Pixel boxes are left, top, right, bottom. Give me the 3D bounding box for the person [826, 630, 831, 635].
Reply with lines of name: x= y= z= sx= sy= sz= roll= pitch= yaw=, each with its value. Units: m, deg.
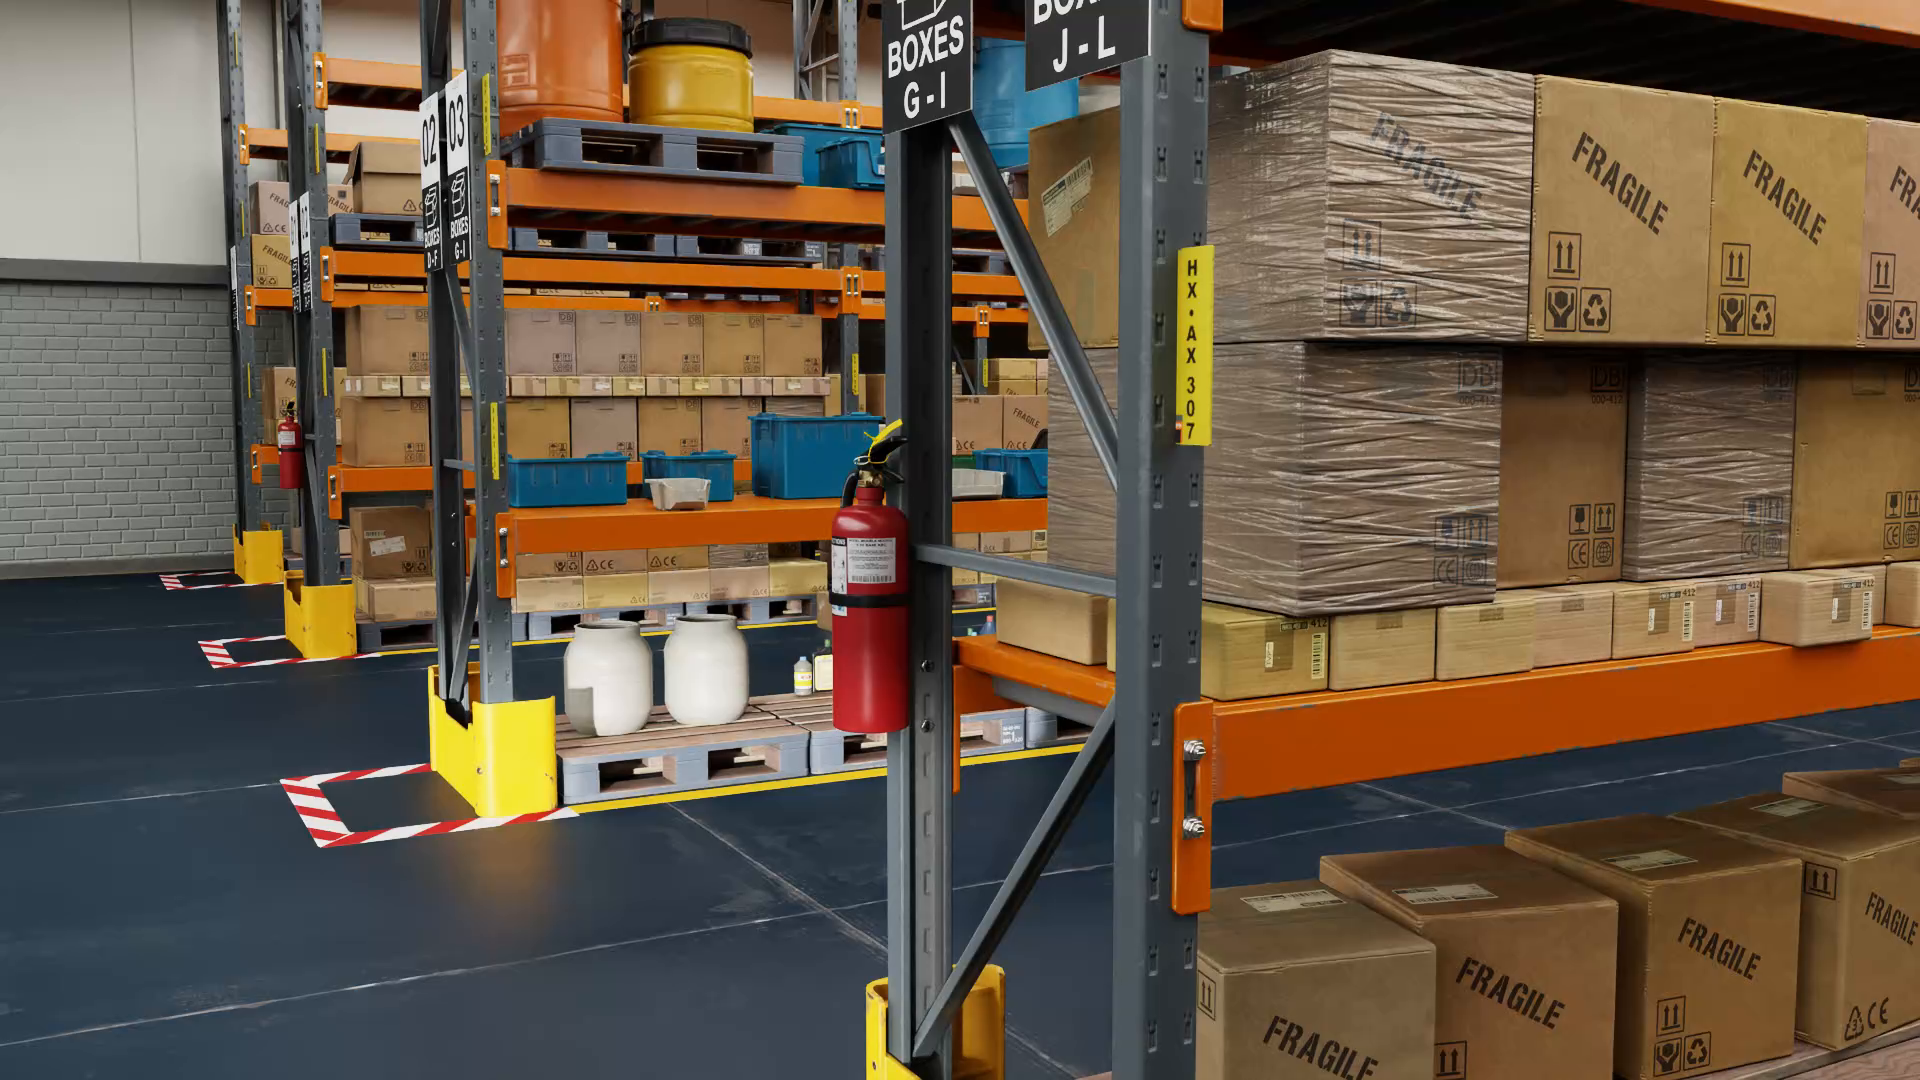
person: x=-0.537 y=0.366 z=11.704 sx=0.810 sy=0.881 sz=0.448 roll=-3 pitch=6 yaw=-29
